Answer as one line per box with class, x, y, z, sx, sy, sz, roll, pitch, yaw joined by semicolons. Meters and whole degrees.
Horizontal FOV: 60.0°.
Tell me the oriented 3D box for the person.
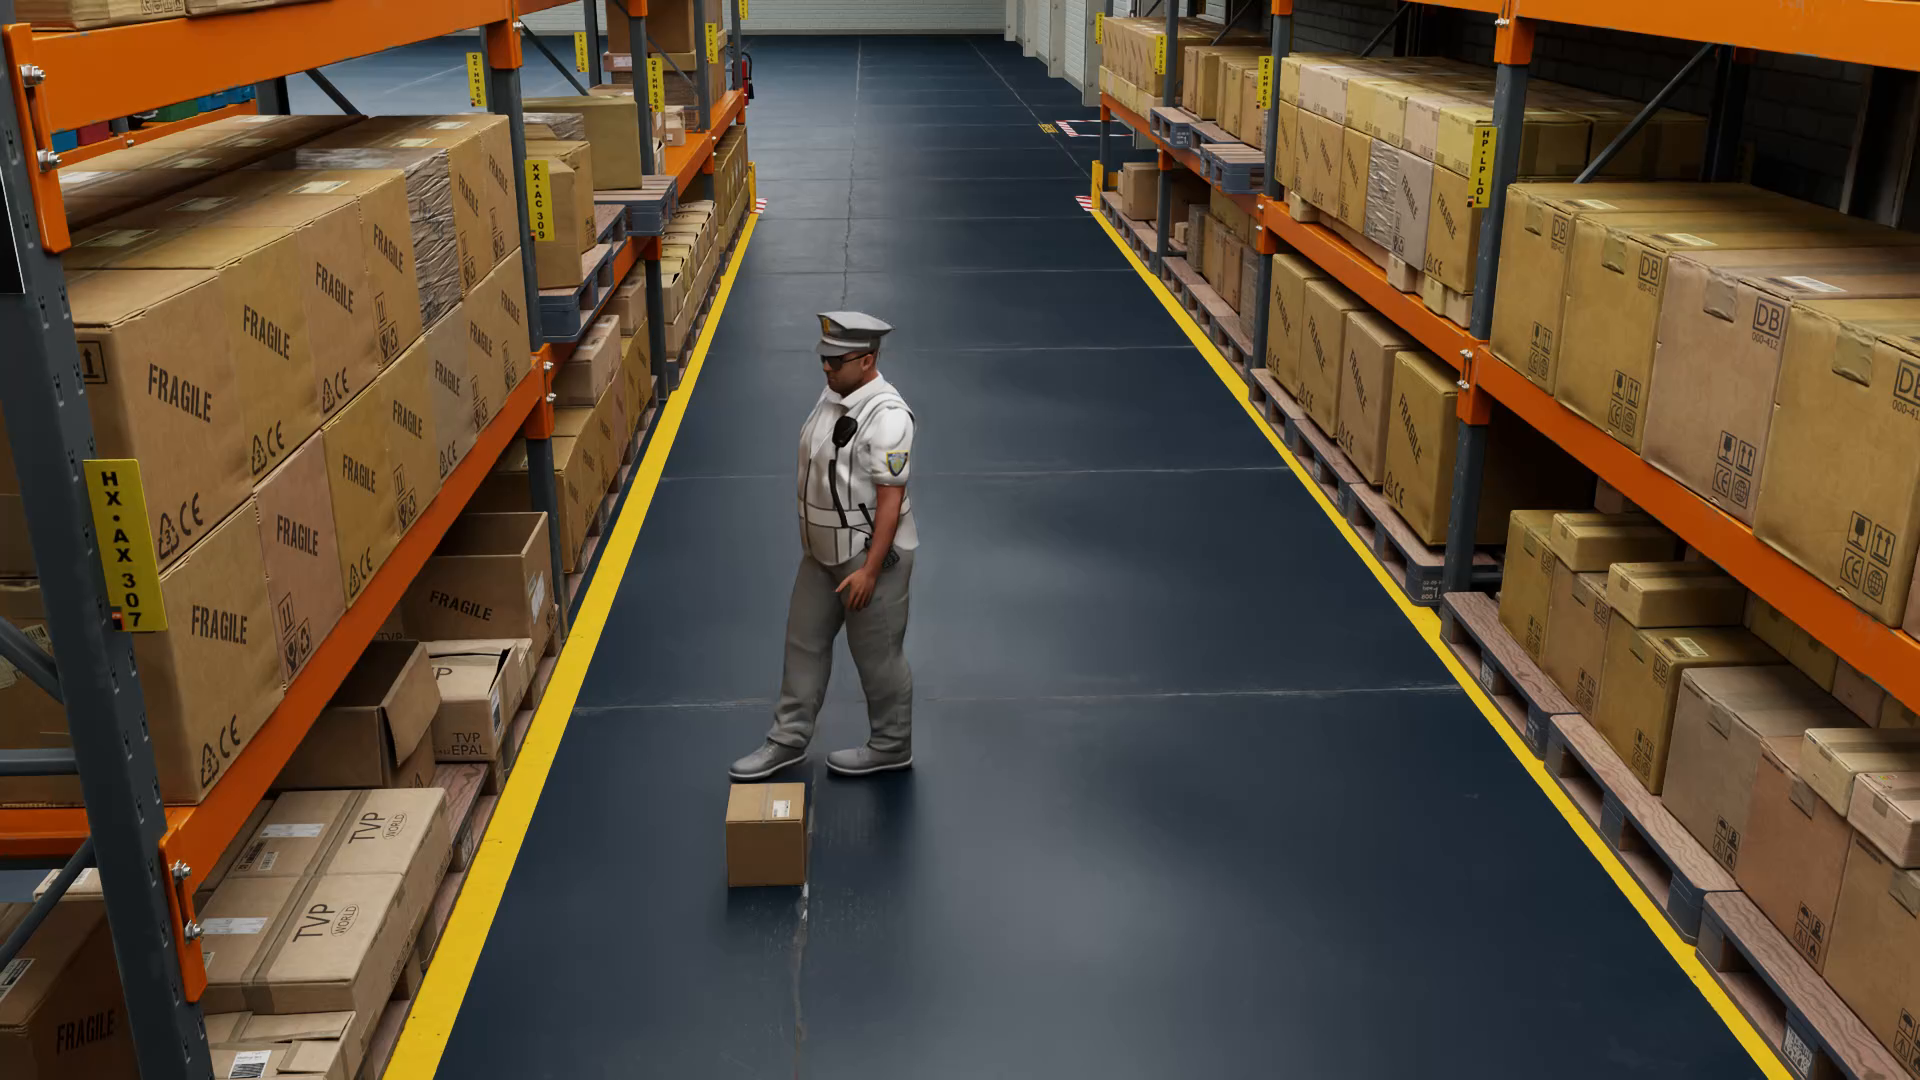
person;-0.495;0.063;5.877;0.682;1.740;0.523;-13;24;-30
